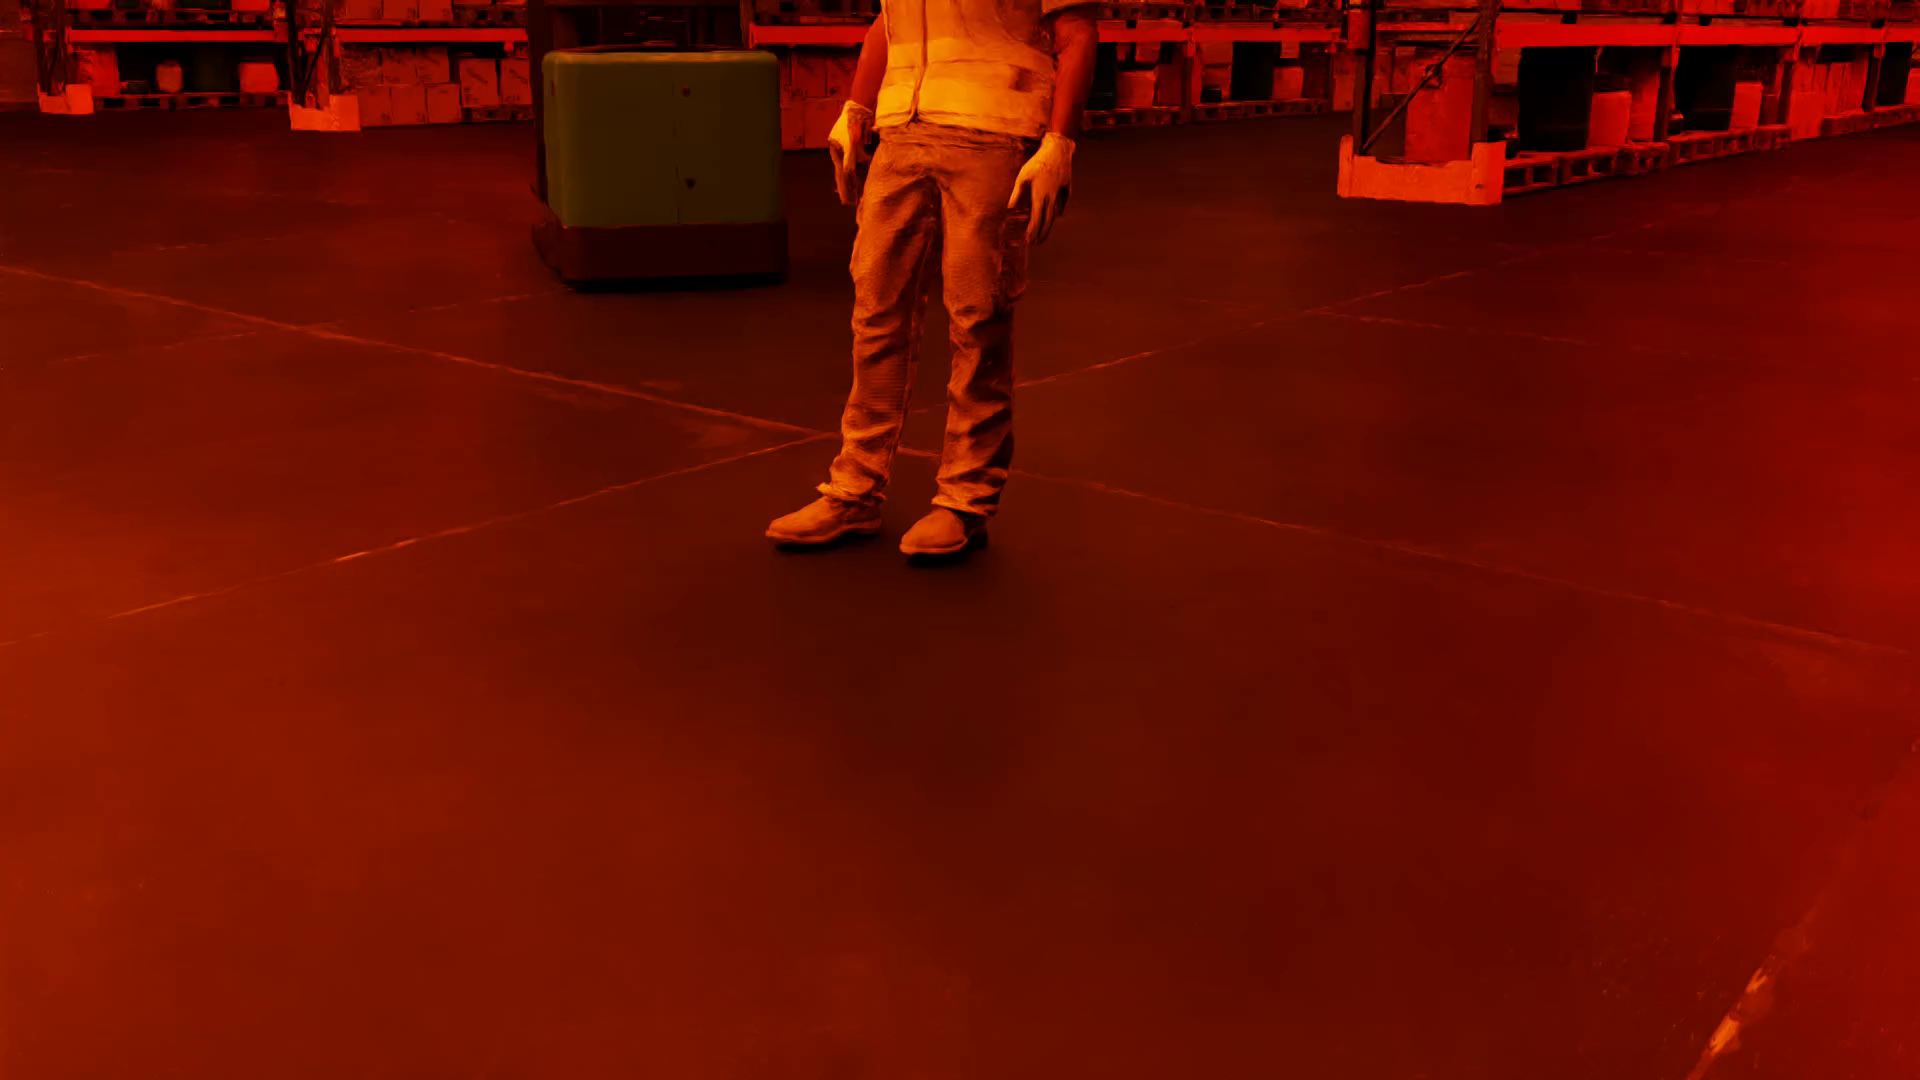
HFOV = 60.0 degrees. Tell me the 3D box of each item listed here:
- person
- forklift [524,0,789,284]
[{"bbox_3d":[-0.052,-0.843,3.633,0.655,1.777,0.576,13,21,37],"label":"person"},{"bbox_3d":[-1.752,-2.984,8.725,1.130,2.935,3.031,-5,18,-17],"label":"forklift"}]
